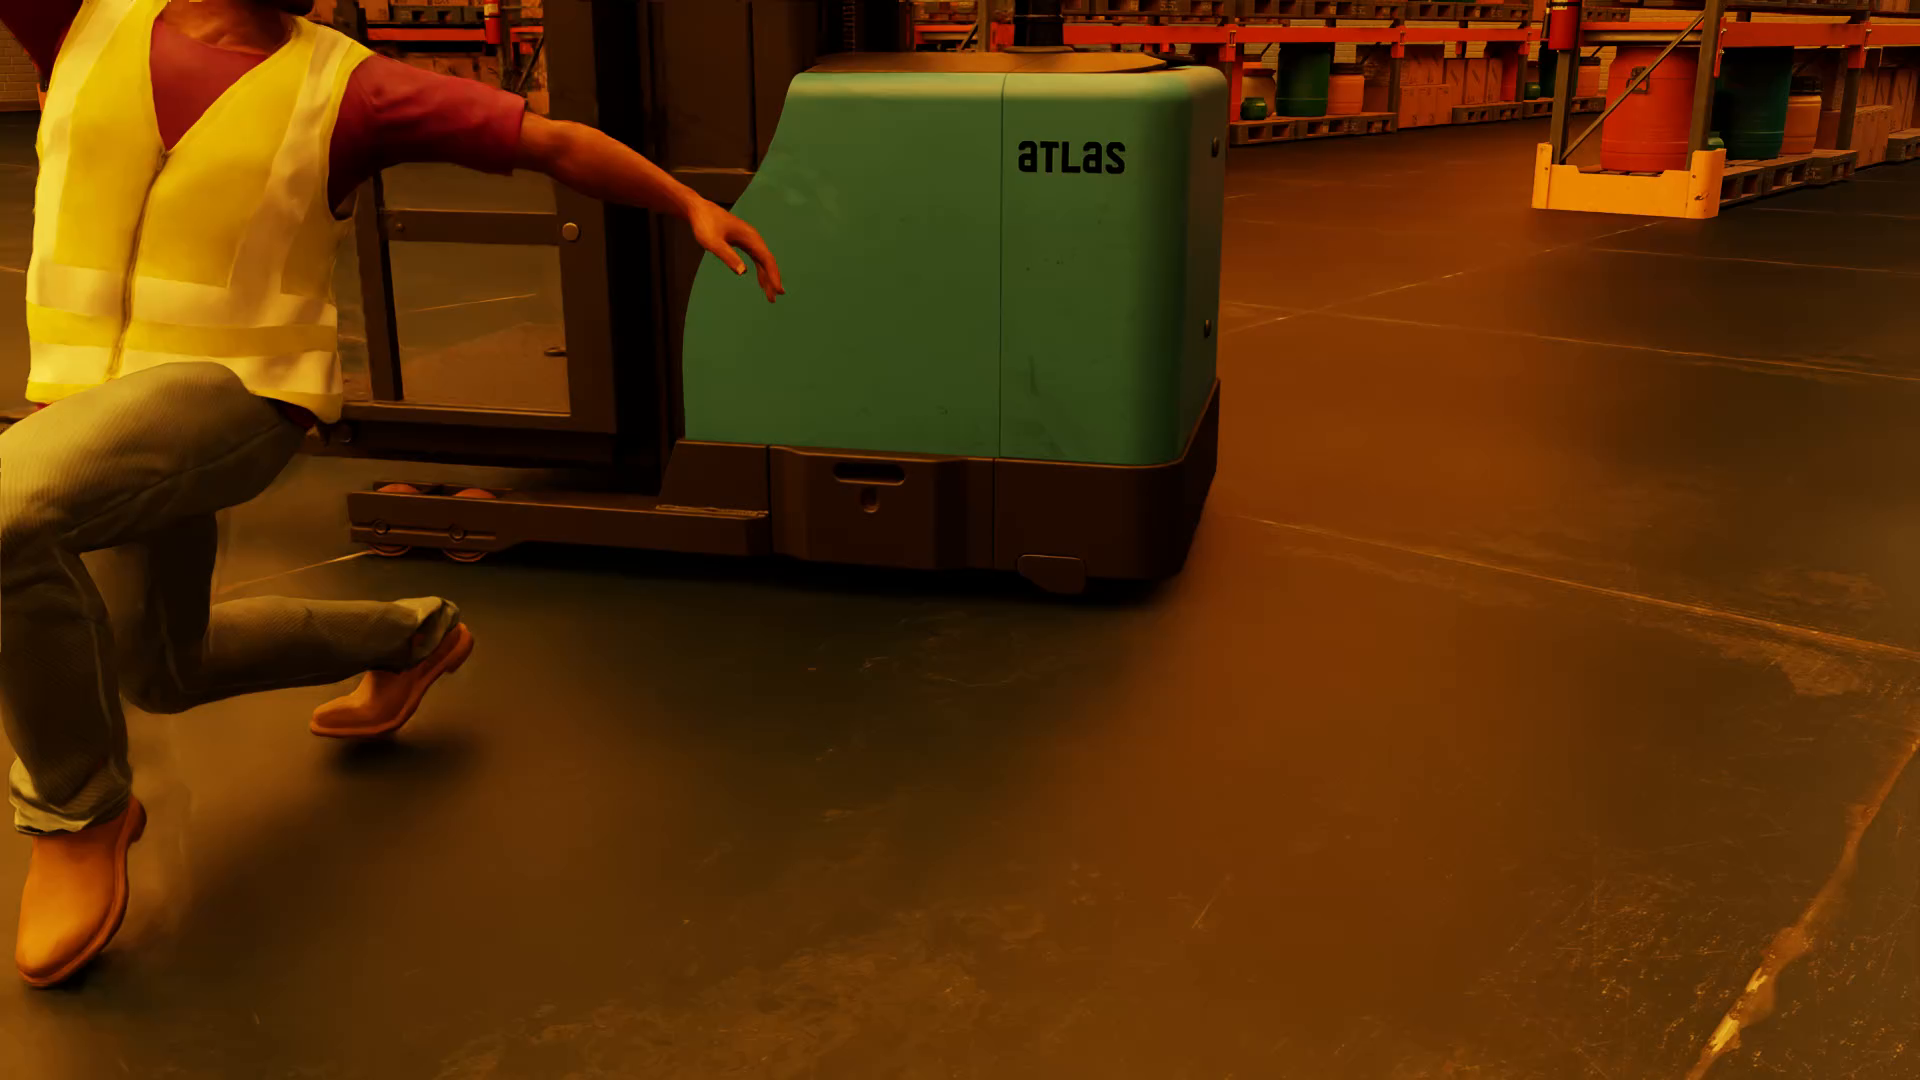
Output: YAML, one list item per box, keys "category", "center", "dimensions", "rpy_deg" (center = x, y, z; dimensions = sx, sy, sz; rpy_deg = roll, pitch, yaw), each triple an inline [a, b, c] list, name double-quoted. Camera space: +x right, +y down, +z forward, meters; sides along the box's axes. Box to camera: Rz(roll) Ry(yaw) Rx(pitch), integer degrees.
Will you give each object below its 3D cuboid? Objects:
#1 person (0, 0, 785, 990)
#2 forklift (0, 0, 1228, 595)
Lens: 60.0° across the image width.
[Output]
- category: "person"
  center: [-0.832, -0.257, 2.265]
  dimensions: [1.002, 1.469, 0.957]
  rpy_deg: [4, 17, 12]
- category: "forklift"
  center: [-0.913, -1.495, 3.820]
  dimensions: [3.031, 2.935, 1.130]
  rpy_deg: [4, 17, 13]
